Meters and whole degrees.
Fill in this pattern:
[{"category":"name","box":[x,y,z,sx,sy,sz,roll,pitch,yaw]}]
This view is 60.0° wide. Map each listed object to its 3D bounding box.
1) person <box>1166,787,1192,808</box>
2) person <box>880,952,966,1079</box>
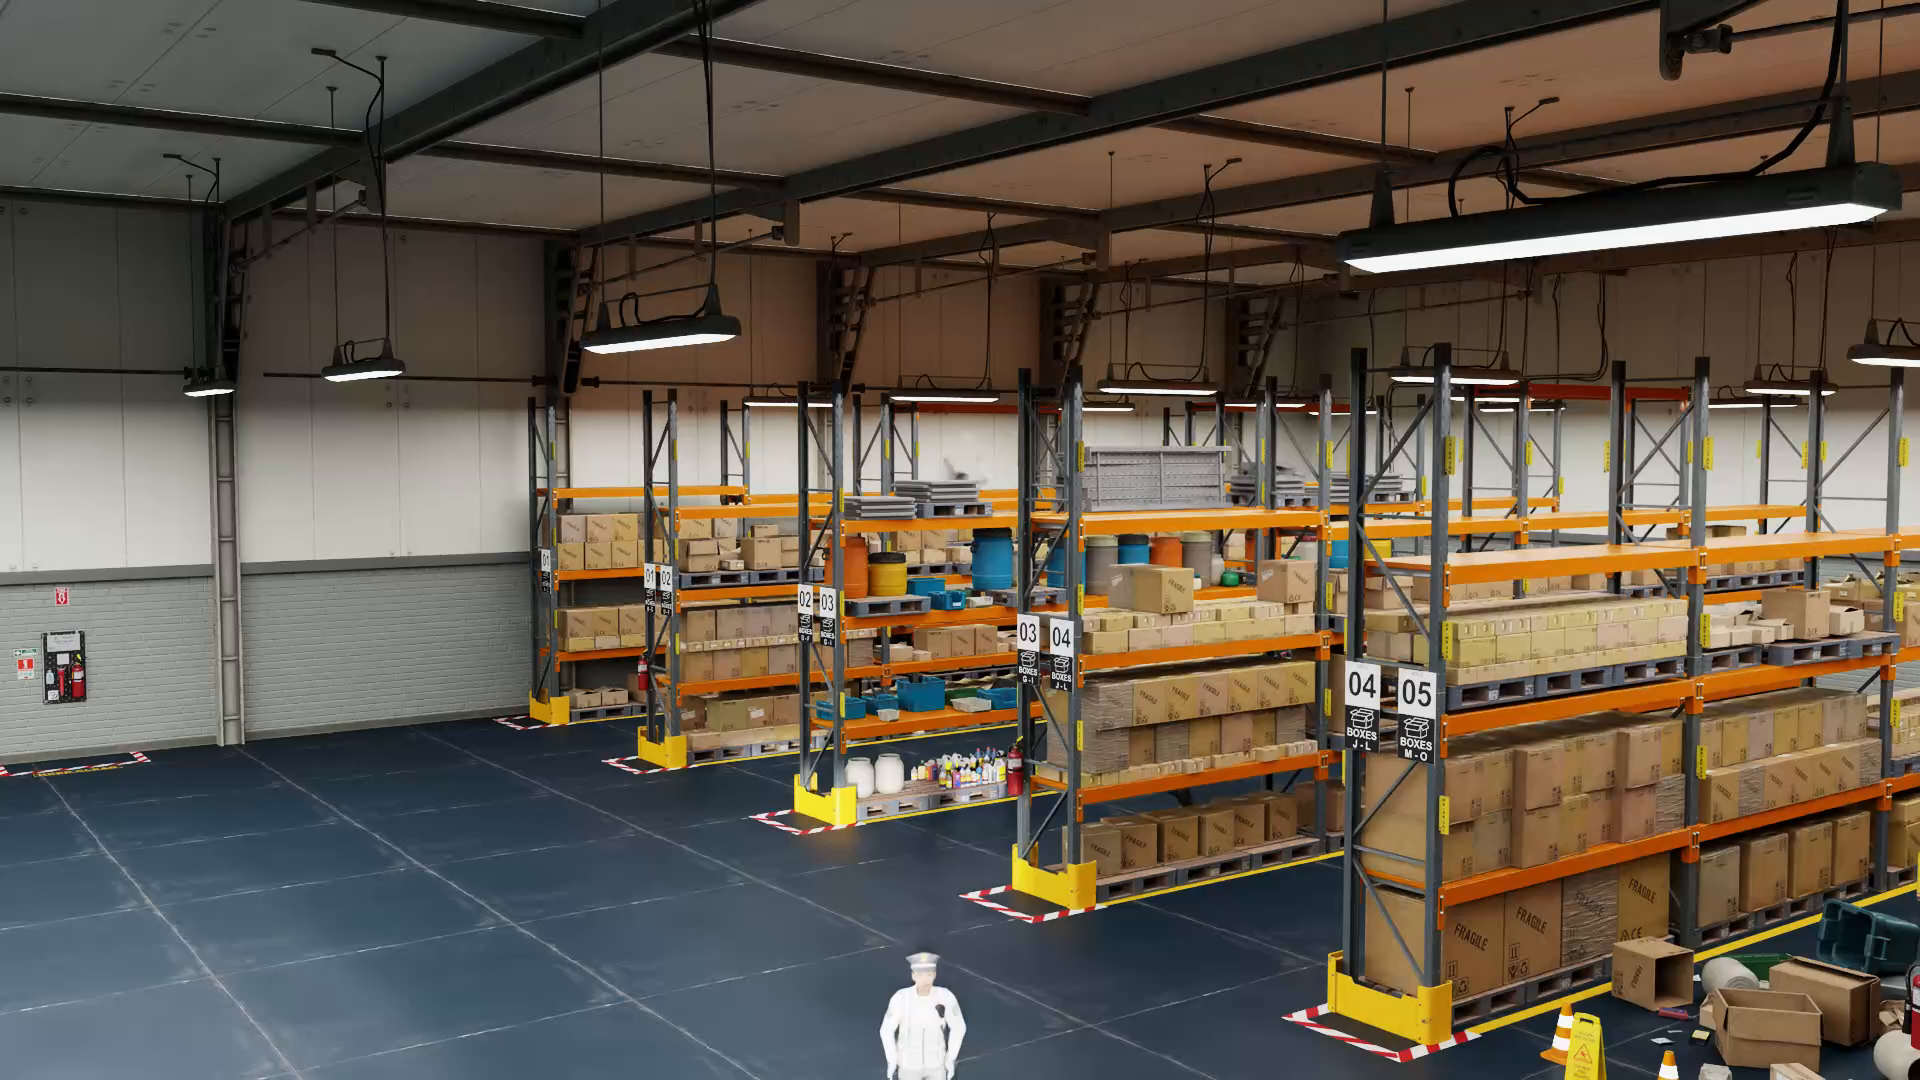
[{"category":"person","box":[2.993,3.021,22.646,0.567,1.614,0.549,3,5,43]},{"category":"person","box":[-0.258,3.658,11.689,0.603,1.648,0.593,0,3,-5]}]
